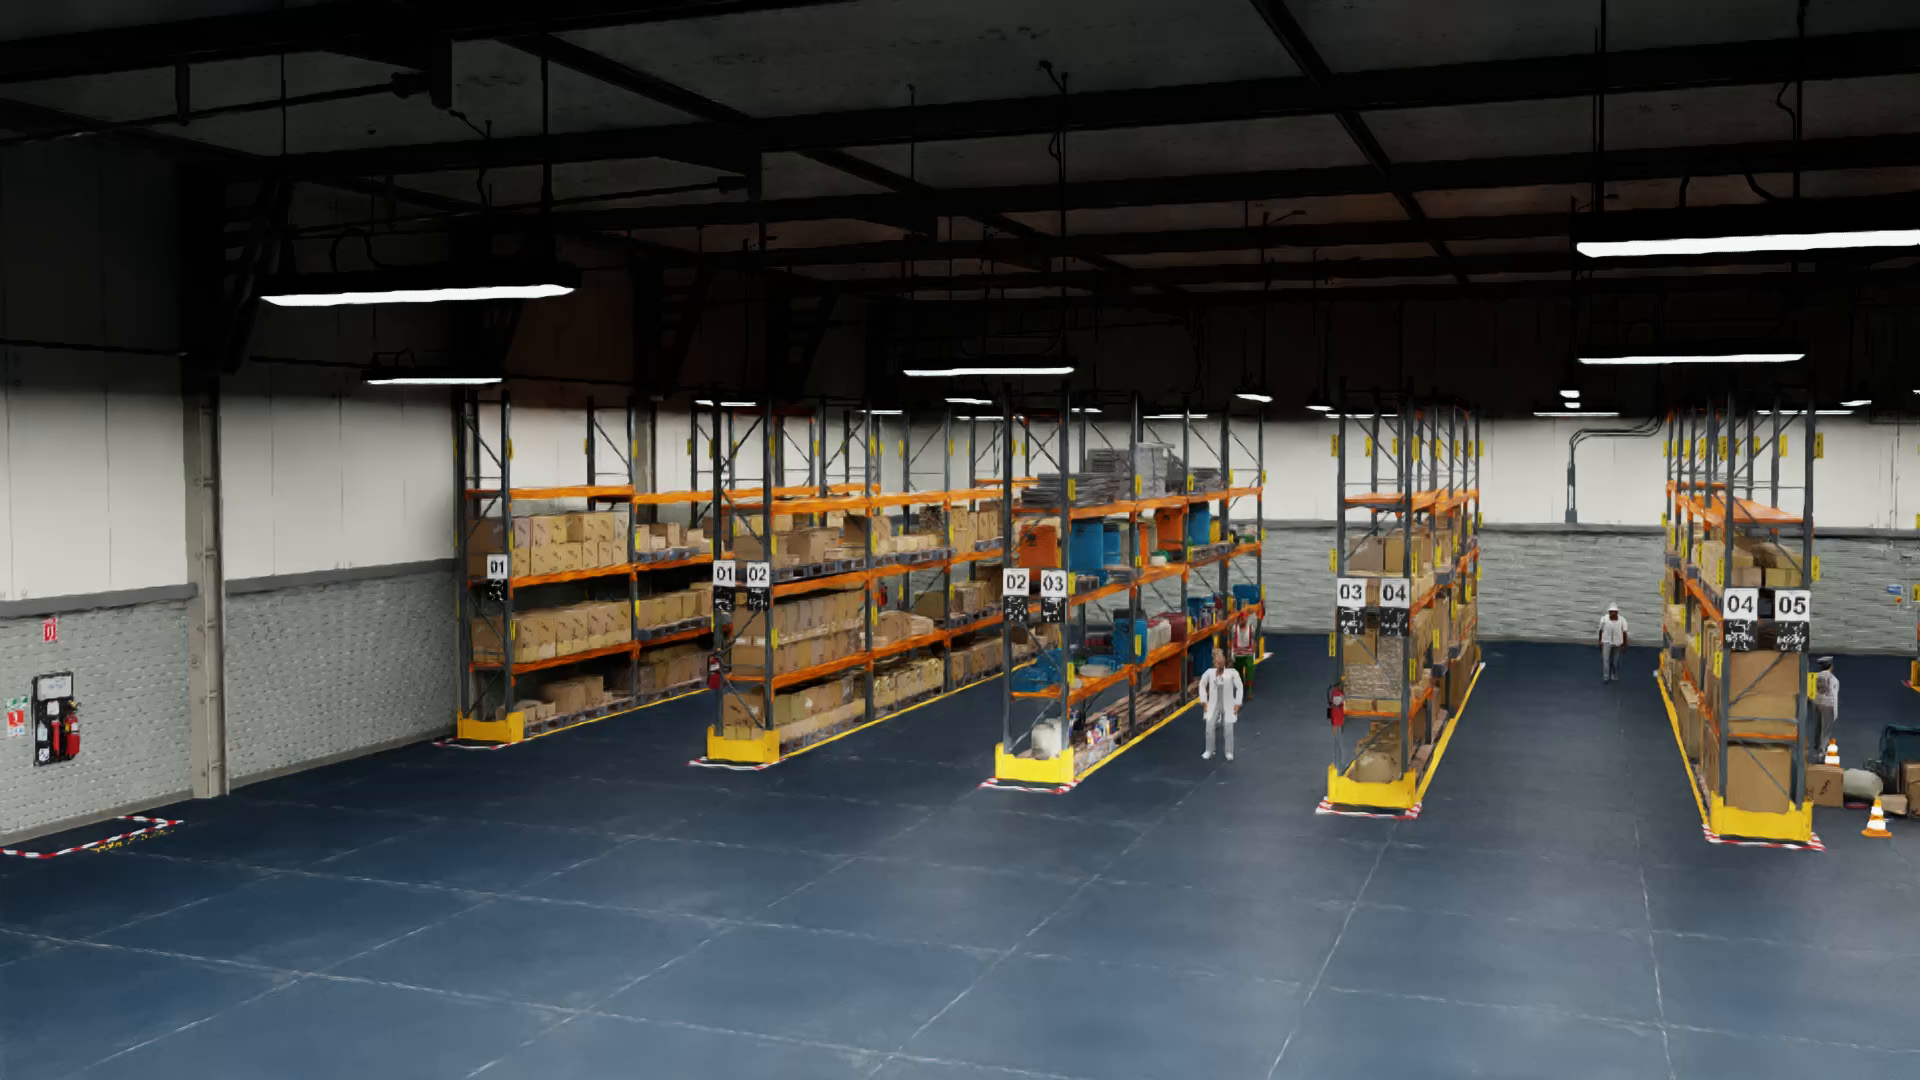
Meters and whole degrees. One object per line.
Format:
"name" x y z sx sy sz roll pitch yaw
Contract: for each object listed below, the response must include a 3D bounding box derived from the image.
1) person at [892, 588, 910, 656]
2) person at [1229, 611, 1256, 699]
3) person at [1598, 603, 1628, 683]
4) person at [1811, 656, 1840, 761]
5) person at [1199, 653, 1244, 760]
"person" -1.321 1.980 38.715 0.517 1.779 0.634 0 3 -6
"person" 5.668 2.289 33.366 0.528 1.727 1.031 1 3 12
"person" 13.979 2.187 35.590 0.572 1.689 1.128 1 3 18
"person" 13.857 2.690 26.577 0.408 1.679 0.538 -1 3 -10
"person" 4.189 2.669 26.716 0.729 1.733 0.546 1 3 19
